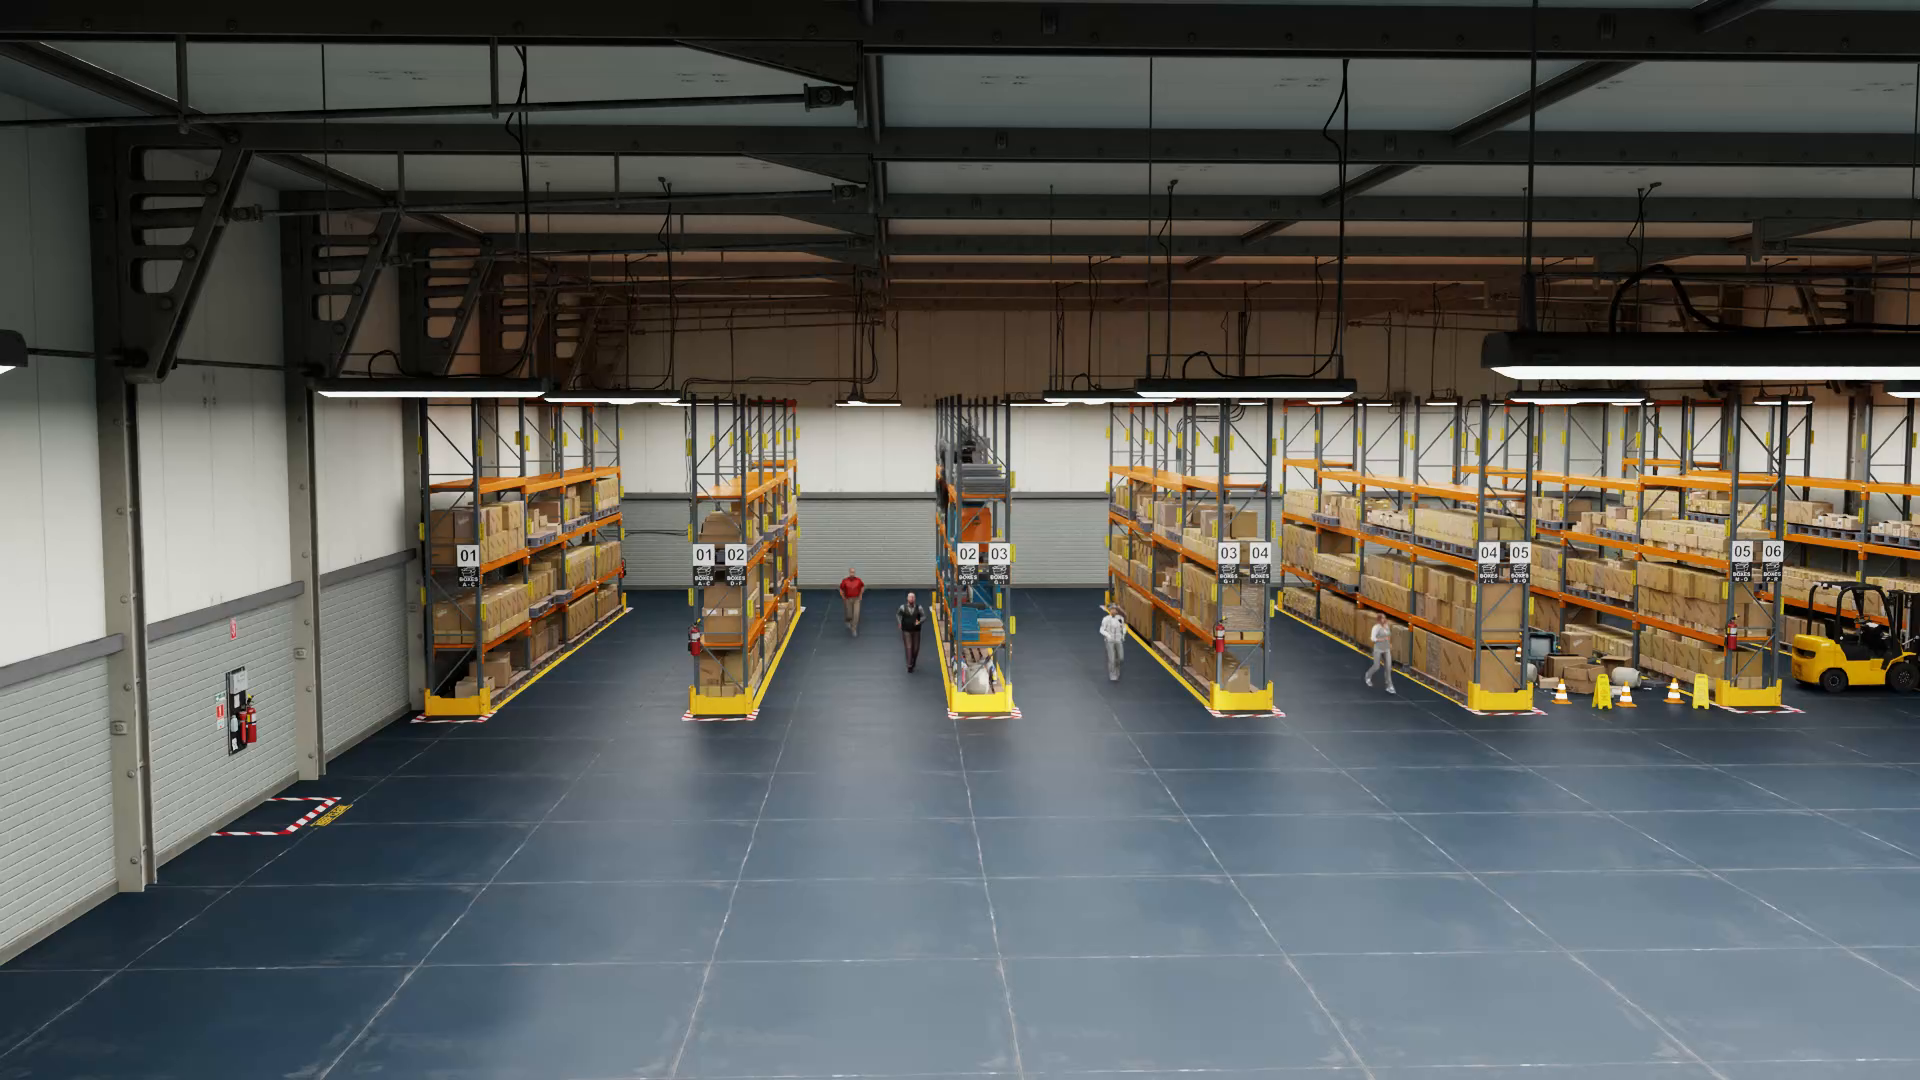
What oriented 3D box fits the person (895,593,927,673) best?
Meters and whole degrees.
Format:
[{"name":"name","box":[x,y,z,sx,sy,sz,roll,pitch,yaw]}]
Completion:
[{"name":"person","box":[-1.062,2.007,36.330,0.675,1.710,0.802,-1,5,-7]}]

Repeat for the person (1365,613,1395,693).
[{"name":"person","box":[8.528,2.258,33.659,0.539,1.583,0.895,-2,5,-19]}]

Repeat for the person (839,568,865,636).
[{"name":"person","box":[-2.730,1.569,42.251,0.663,1.704,0.697,-1,5,-11]}]

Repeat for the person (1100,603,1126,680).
[{"name":"person","box":[3.256,2.137,34.985,0.589,1.653,0.528,-1,5,-9]}]
